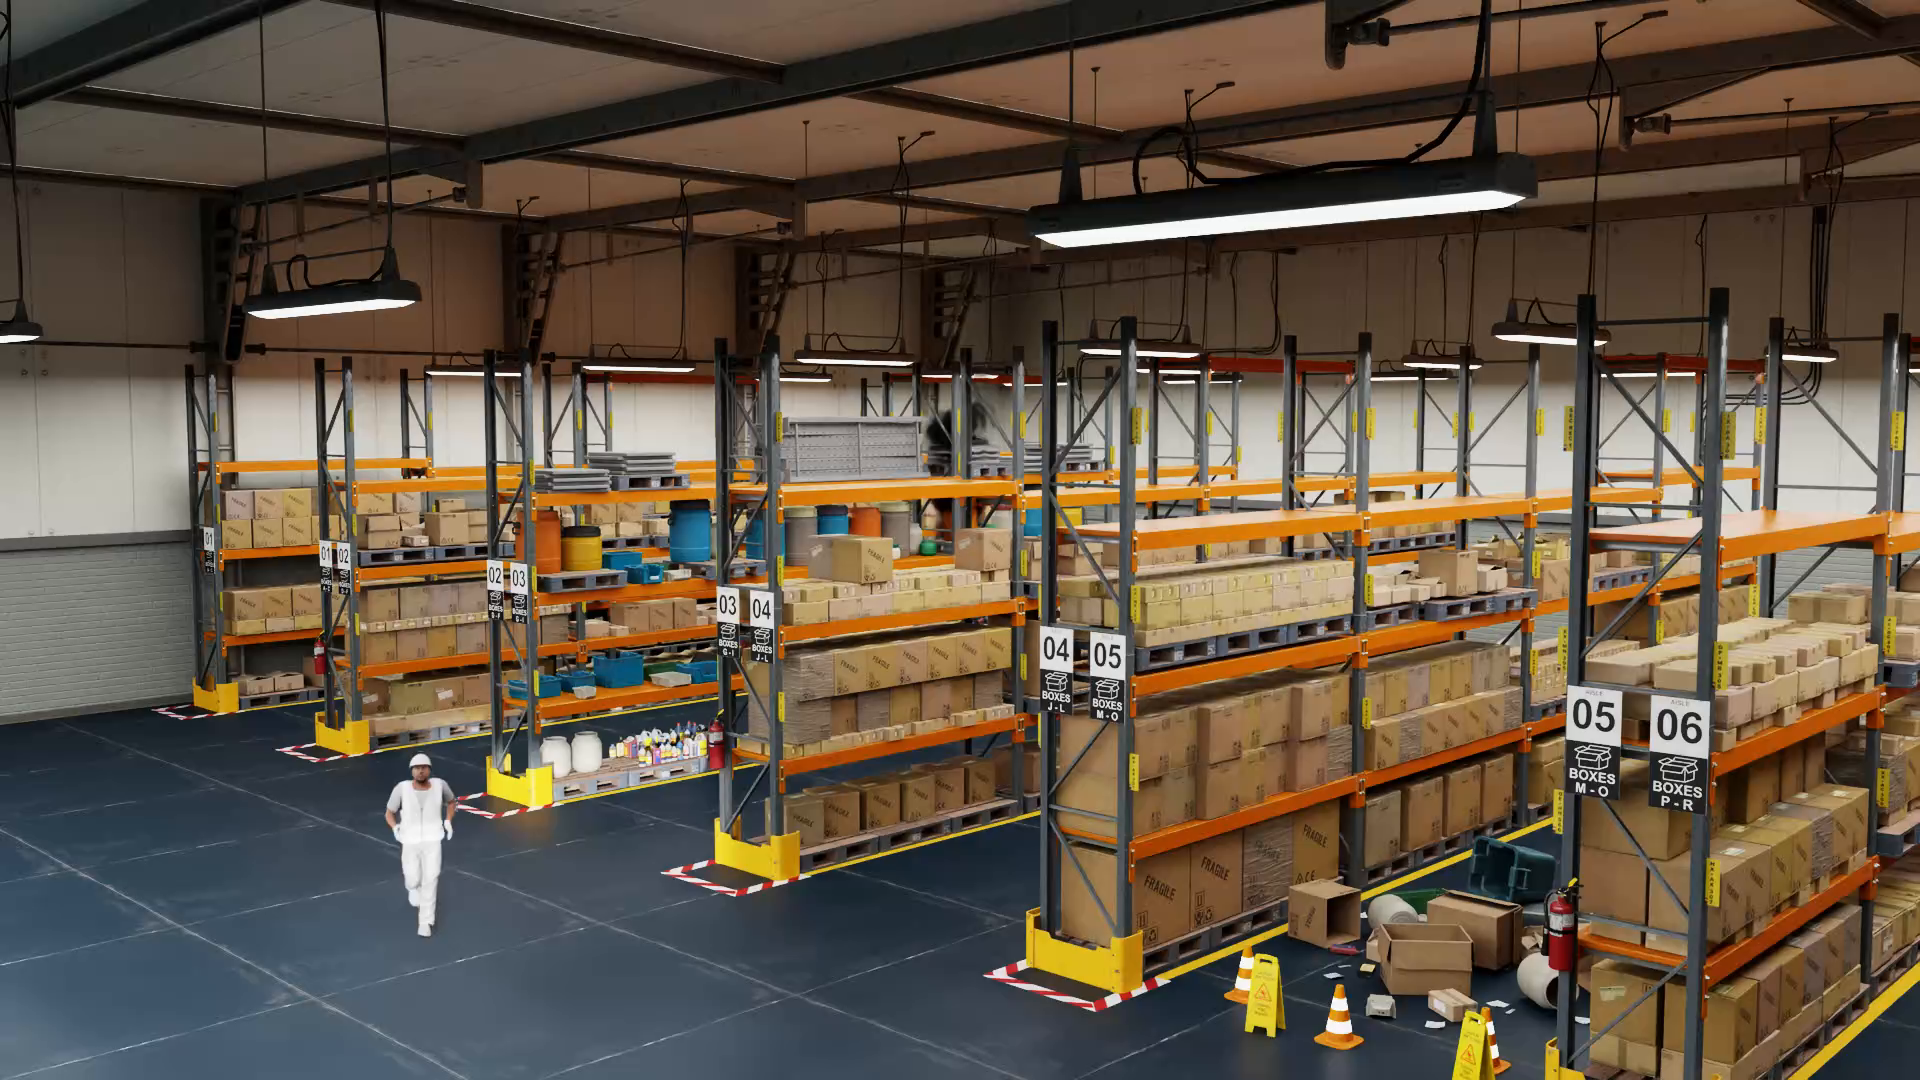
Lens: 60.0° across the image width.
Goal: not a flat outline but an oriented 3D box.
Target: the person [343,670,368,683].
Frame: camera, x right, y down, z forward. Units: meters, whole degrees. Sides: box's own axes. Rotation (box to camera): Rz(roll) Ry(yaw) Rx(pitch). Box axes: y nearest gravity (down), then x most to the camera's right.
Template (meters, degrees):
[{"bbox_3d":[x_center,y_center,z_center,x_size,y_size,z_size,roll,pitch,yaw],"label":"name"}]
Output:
[{"bbox_3d":[-9.965,2.186,27.780,0.742,1.736,0.707,3,5,31],"label":"person"}]

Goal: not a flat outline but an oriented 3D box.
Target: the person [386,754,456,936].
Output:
[{"bbox_3d":[-5.398,3.017,16.685,0.680,1.769,0.898,-2,5,-19],"label":"person"}]
